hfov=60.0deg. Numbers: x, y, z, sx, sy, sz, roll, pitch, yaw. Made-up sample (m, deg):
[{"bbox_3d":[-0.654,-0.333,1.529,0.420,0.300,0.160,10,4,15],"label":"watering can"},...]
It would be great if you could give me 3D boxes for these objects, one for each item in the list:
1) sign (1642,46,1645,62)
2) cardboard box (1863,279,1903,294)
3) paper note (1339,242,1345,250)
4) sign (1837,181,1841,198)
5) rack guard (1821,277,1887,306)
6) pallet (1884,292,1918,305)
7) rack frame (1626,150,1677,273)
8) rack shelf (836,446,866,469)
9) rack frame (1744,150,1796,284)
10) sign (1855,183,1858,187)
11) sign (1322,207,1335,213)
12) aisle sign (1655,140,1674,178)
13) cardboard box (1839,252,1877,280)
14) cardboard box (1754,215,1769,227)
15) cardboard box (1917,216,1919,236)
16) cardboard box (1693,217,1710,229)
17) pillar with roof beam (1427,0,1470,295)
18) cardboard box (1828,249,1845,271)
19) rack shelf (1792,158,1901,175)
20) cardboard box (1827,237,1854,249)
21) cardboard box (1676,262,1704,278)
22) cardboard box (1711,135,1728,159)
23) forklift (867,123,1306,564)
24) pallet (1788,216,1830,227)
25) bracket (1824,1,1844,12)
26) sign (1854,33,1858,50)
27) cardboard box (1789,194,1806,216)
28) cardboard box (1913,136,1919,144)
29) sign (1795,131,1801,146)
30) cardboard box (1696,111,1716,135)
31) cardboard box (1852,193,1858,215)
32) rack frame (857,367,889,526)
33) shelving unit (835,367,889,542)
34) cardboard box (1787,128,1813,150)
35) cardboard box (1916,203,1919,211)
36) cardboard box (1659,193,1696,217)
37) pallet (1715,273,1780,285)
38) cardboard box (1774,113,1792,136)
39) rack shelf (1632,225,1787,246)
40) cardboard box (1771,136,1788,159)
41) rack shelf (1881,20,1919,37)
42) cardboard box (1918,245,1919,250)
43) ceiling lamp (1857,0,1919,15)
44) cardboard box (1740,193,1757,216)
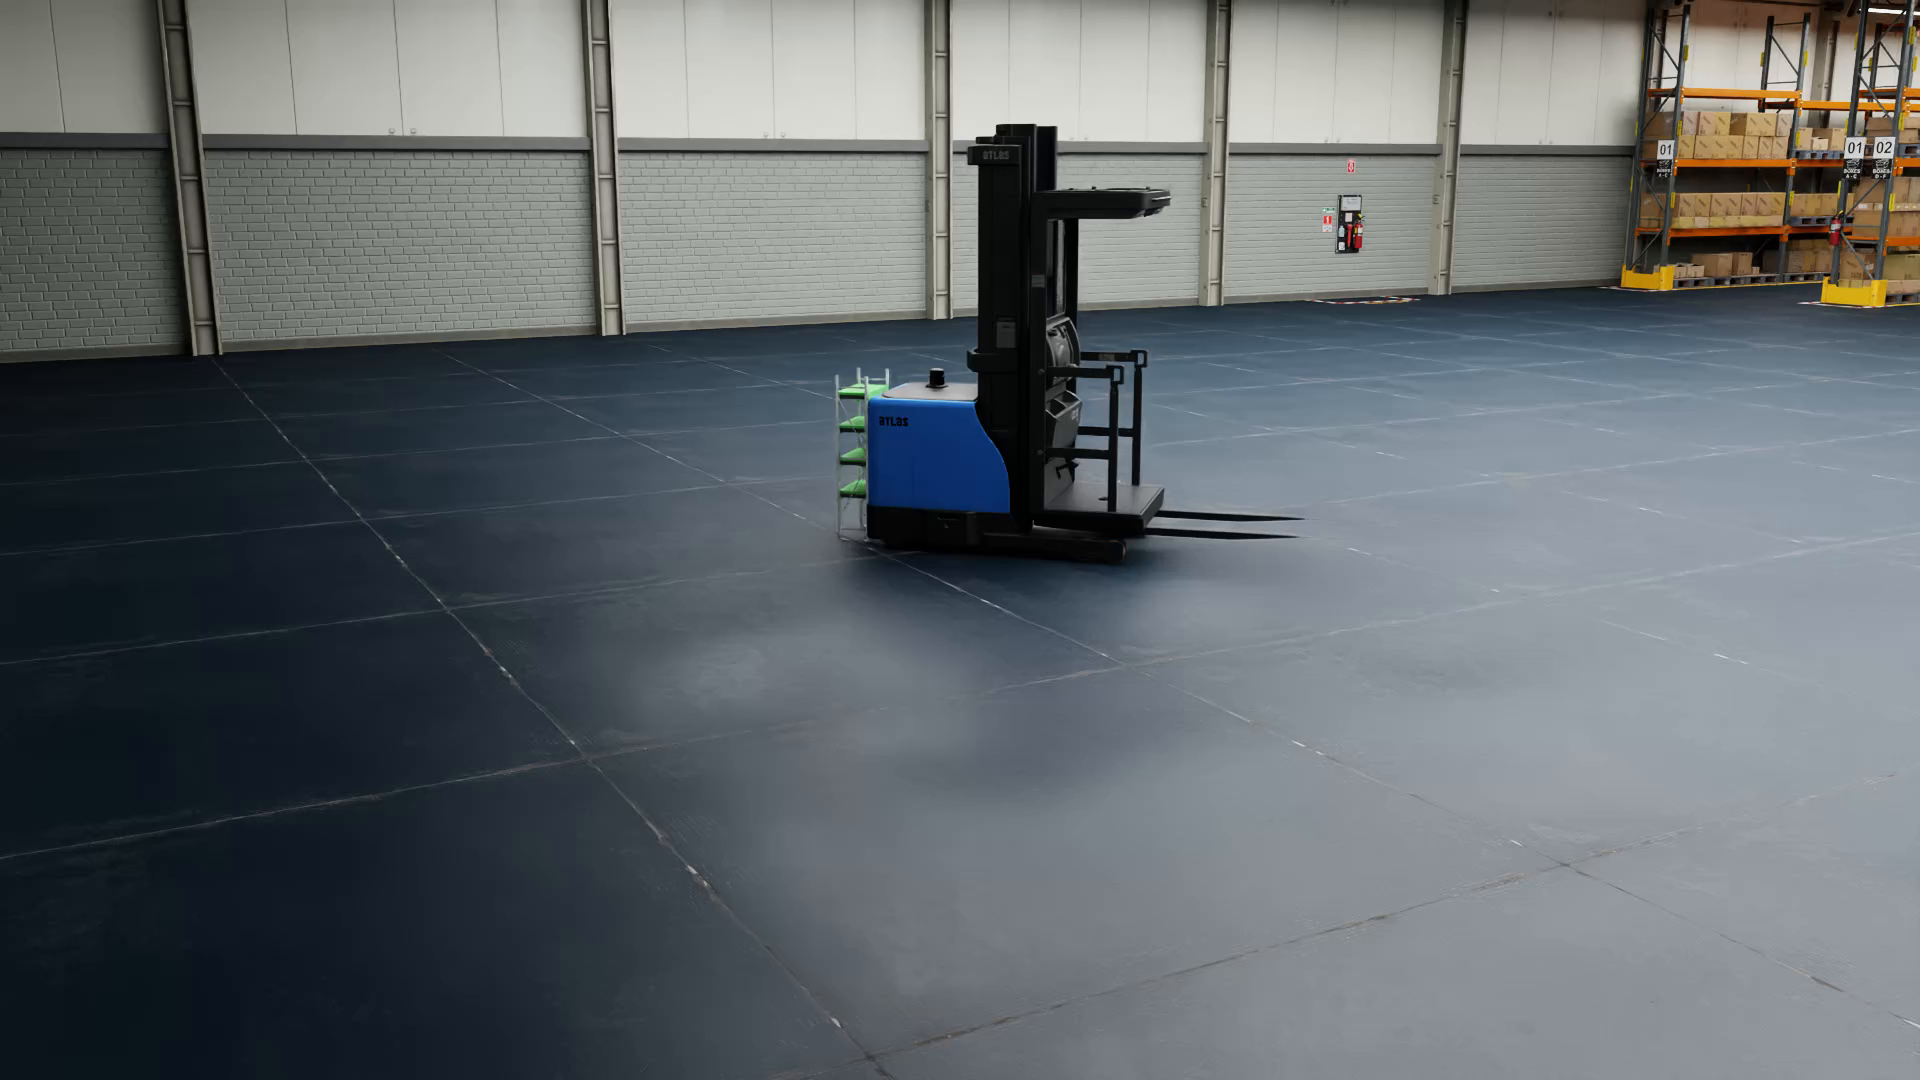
[{"bbox_3d":[14.982,-10.641,36.407,0.005,0.325,0.100,-7,14,-28],"label":"sign"},{"bbox_3d":[18.184,-4.995,32.776,0.500,0.250,0.500,-7,14,-28],"label":"cardboard box"},{"bbox_3d":[7.787,-5.993,33.914,0.142,0.148,0.016,-7,14,-28],"label":"paper note"},{"bbox_3d":[17.359,-6.904,32.778,0.005,0.325,0.100,-7,14,-28],"label":"sign"},{"bbox_3d":[17.585,-4.896,32.724,0.348,0.500,1.175,-7,14,-28],"label":"rack guard"},{"bbox_3d":[18.258,-4.846,33.160,1.213,0.211,1.003,-7,14,-28],"label":"pallet"},{"bbox_3d":[15.230,-7.072,36.701,0.127,3.000,1.000,-7,14,-28],"label":"rack frame"},{"bbox_3d":[-0.709,-0.572,12.207,0.258,0.148,0.480,3,13,15],"label":"rack shelf"},{"bbox_3d":[18.741,-7.493,38.570,0.127,3.000,1.000,-7,14,-28],"label":"rack frame"},{"bbox_3d":[21.983,-8.585,40.787,0.005,0.325,0.100,-7,14,-28],"label":"sign"},{"bbox_3d":[7.449,-6.665,33.604,0.331,0.109,0.001,-7,14,-28],"label":"sign"},{"bbox_3d":[15.310,-8.275,36.125,0.004,0.787,0.394,-7,14,-28],"label":"aisle sign"},{"bbox_3d":[17.935,-5.461,33.139,0.500,0.500,0.500,-7,14,-28],"label":"cardboard box"},{"bbox_3d":[18.029,-7.270,37.878,0.500,0.250,0.500,-7,14,-28],"label":"cardboard box"},{"bbox_3d":[18.920,-6.320,33.133,0.500,0.500,0.700,-7,14,-27],"label":"cardboard box"},{"bbox_3d":[16.259,-7.056,36.926,0.500,0.250,0.500,-7,15,-30],"label":"cardboard box"},{"bbox_3d":[12.226,-8.778,30.619,0.400,9.000,9.100,-7,14,-28],"label":"pillar with roof beam"},{"bbox_3d":[20.714,-6.733,39.887,0.500,0.500,0.700,-7,14,-28],"label":"cardboard box"},{"bbox_3d":[20.496,-8.815,39.255,4.000,0.370,1.077,-7,14,-28],"label":"rack shelf"},{"bbox_3d":[21.114,-7.141,39.990,0.500,0.250,0.500,-7,14,-27],"label":"cardboard box"},{"bbox_3d":[16.380,-6.090,37.460,0.500,0.311,0.500,-6,14,-23],"label":"cardboard box"},{"bbox_3d":[16.585,-8.686,36.767,0.500,0.500,0.500,-6,14,-25],"label":"cardboard box"},{"bbox_3d":[0.910,-1.394,11.628,3.031,2.935,1.130,3,13,15],"label":"forklift"},{"bbox_3d":[19.481,-7.451,38.824,1.213,0.211,1.003,-7,14,-28],"label":"pallet"},{"bbox_3d":[20.502,-12.514,39.021,0.430,0.232,0.235,-7,14,-28],"label":"bracket"},{"bbox_3d":[17.359,-9.645,32.162,0.005,0.325,0.100,-7,14,-28],"label":"sign"},{"bbox_3d":[19.204,-7.803,38.720,0.500,0.500,0.700,-7,14,-28],"label":"cardboard box"},{"bbox_3d":[18.724,-7.821,32.496,0.250,0.149,0.380,-7,14,-28],"label":"cardboard box"},{"bbox_3d":[19.007,-9.104,37.723,0.005,0.325,0.100,-7,14,-28],"label":"sign"},{"bbox_3d":[16.149,-9.118,36.412,0.500,0.500,0.500,-7,14,-29],"label":"cardboard box"},{"bbox_3d":[21.366,-8.061,39.868,0.500,0.500,0.700,-8,15,-33],"label":"cardboard box"},{"bbox_3d":[-0.644,-0.686,12.423,0.240,1.200,0.015,3,13,15],"label":"rack frame"},{"bbox_3d":[-0.709,-0.634,12.193,0.258,1.200,0.503,3,13,15],"label":"shelving unit"},{"bbox_3d":[19.259,-9.252,38.371,0.500,0.500,0.500,-5,13,-20],"label":"cardboard box"},{"bbox_3d":[18.727,-6.563,32.734,0.250,0.149,0.380,-7,14,-29],"label":"cardboard box"},{"bbox_3d":[15.793,-7.367,36.598,0.500,0.500,0.500,-7,14,-28],"label":"cardboard box"},{"bbox_3d":[18.168,-6.055,38.532,1.213,0.211,1.003,-7,14,-28],"label":"pallet"},{"bbox_3d":[18.431,-9.397,37.652,0.500,0.500,0.500,-8,15,-33],"label":"cardboard box"},{"bbox_3d":[16.985,-6.931,37.714,4.000,0.370,1.077,-7,14,-28],"label":"rack shelf"},{"bbox_3d":[18.414,-8.914,37.779,0.500,0.500,0.500,-6,14,-26],"label":"cardboard box"},{"bbox_3d":[24.007,-12.321,40.431,4.000,0.370,1.077,-7,14,-28],"label":"rack shelf"},{"bbox_3d":[23.732,-7.213,41.266,0.750,0.750,0.750,-7,14,-28],"label":"cardboard box"},{"bbox_3d":[19.967,-12.712,34.805,2.000,3.185,0.800,-7,14,-28],"label":"ceiling lamp"},{"bbox_3d":[17.591,-7.581,37.552,0.500,0.500,0.500,-7,15,-29],"label":"cardboard box"}]
